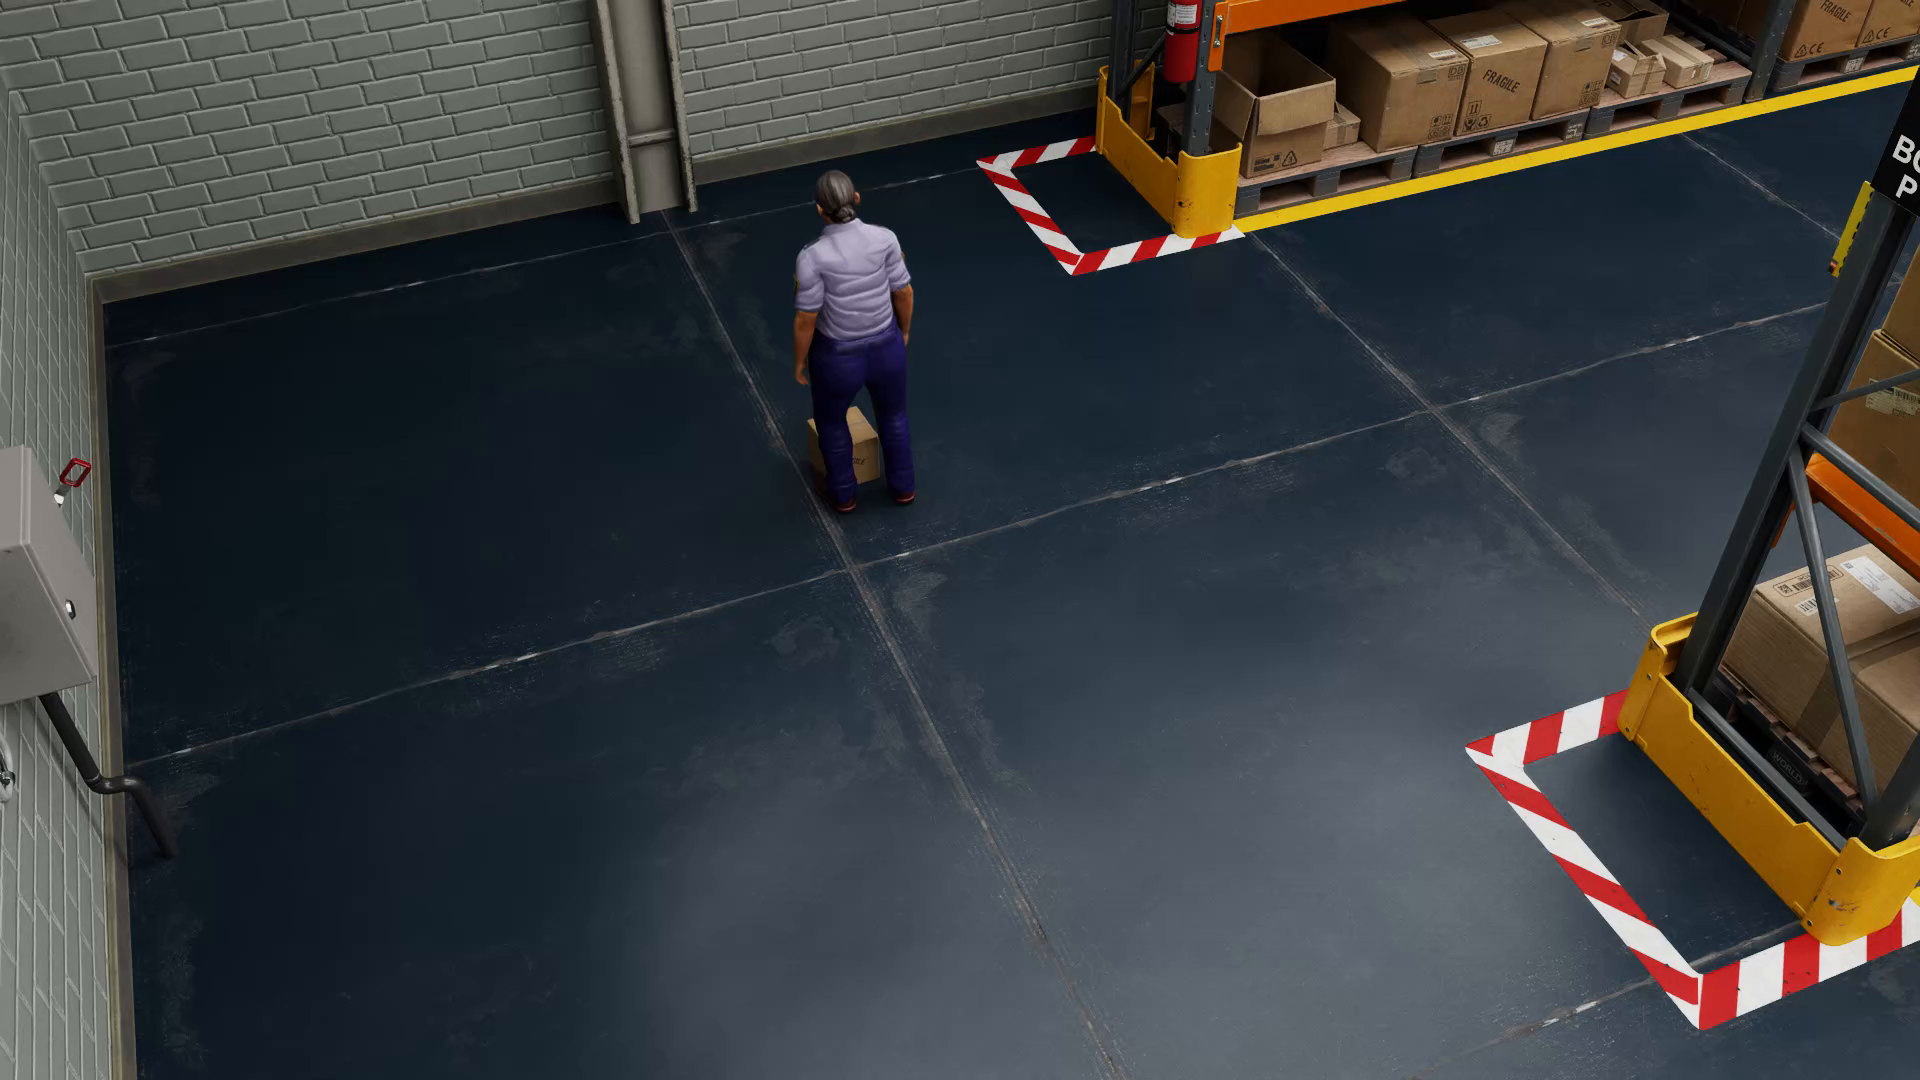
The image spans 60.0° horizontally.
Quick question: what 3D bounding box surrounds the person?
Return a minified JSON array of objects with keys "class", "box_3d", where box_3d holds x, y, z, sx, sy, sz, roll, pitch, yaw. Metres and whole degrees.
[{"class":"person","box_3d":[-0.447,-0.811,7.066,0.554,1.652,0.416,-17,45,-18]}]
